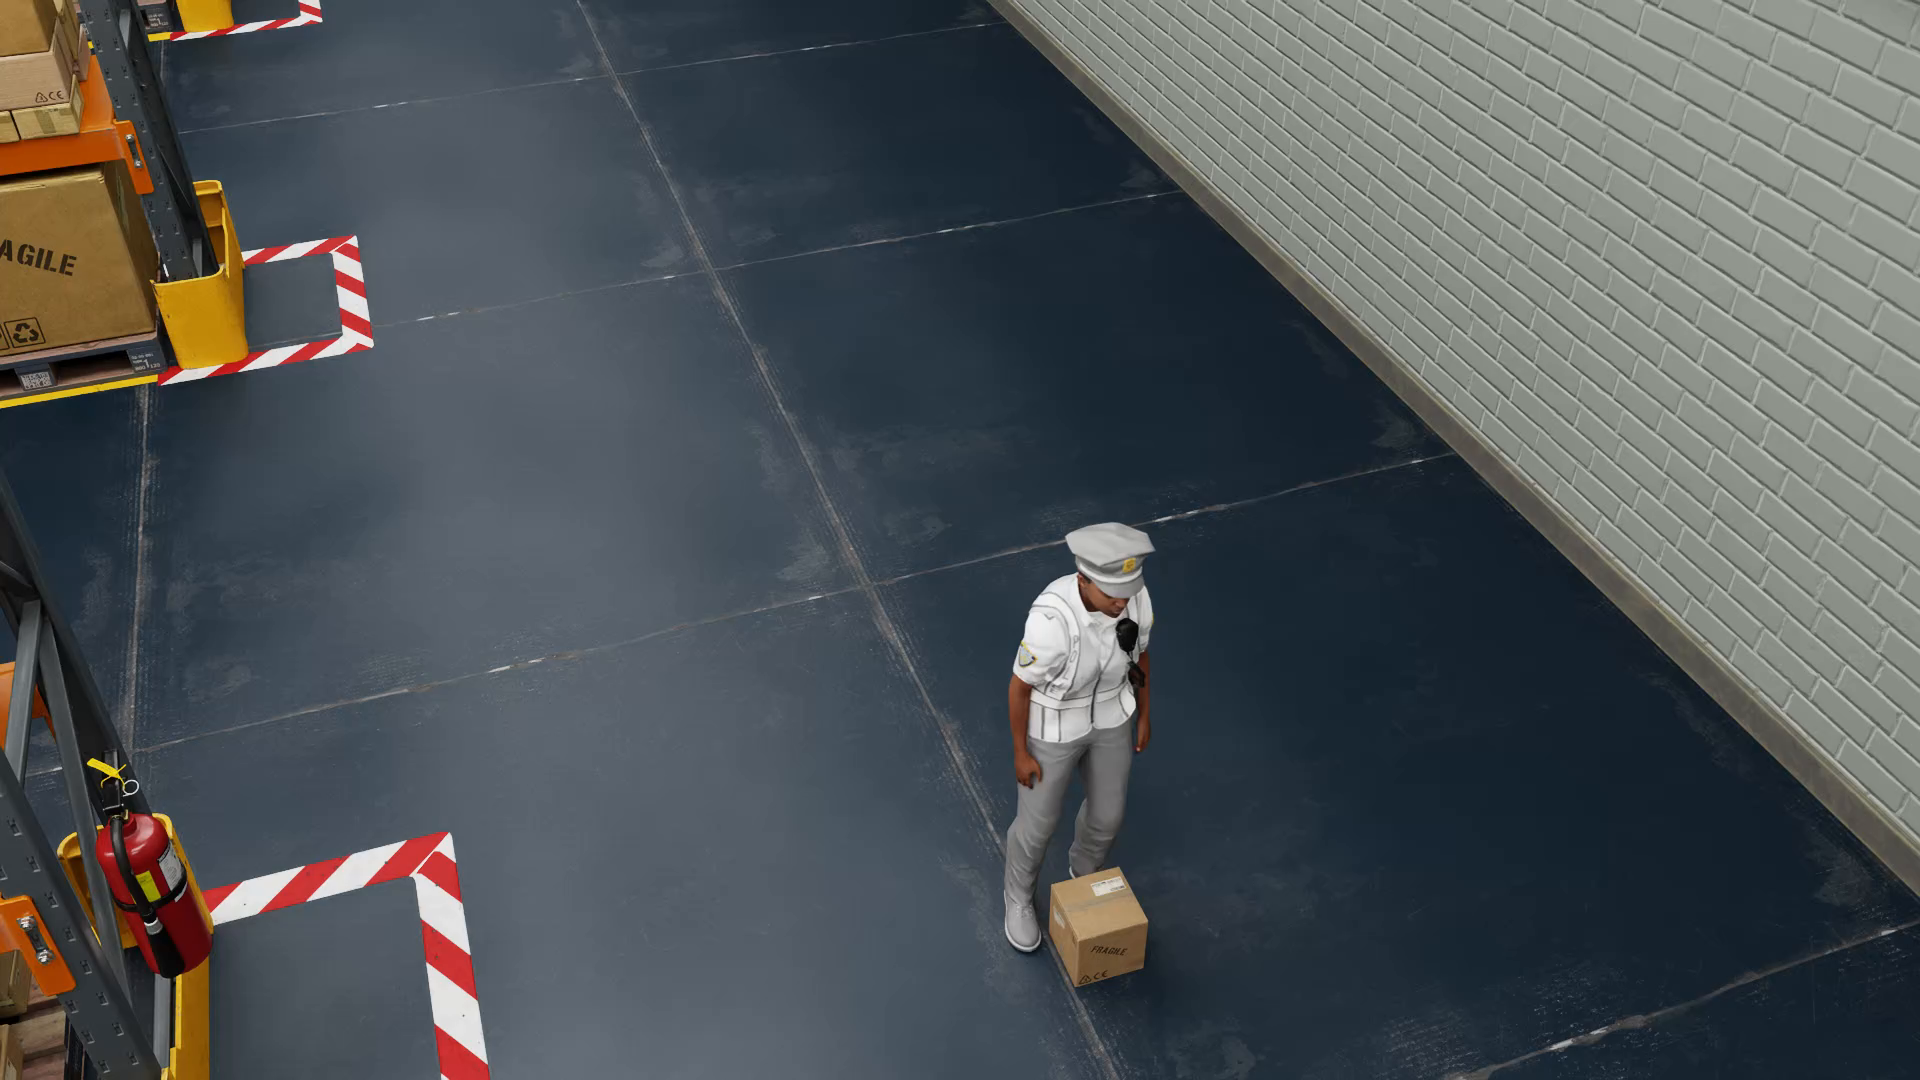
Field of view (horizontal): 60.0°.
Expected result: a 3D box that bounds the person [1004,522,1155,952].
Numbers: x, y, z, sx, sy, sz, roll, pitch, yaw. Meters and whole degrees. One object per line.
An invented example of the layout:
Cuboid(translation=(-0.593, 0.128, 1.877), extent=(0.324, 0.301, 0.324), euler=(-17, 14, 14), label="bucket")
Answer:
Cuboid(translation=(0.377, 0.616, 5.359), extent=(0.532, 1.663, 0.393), euler=(-15, 40, -18), label="person")
